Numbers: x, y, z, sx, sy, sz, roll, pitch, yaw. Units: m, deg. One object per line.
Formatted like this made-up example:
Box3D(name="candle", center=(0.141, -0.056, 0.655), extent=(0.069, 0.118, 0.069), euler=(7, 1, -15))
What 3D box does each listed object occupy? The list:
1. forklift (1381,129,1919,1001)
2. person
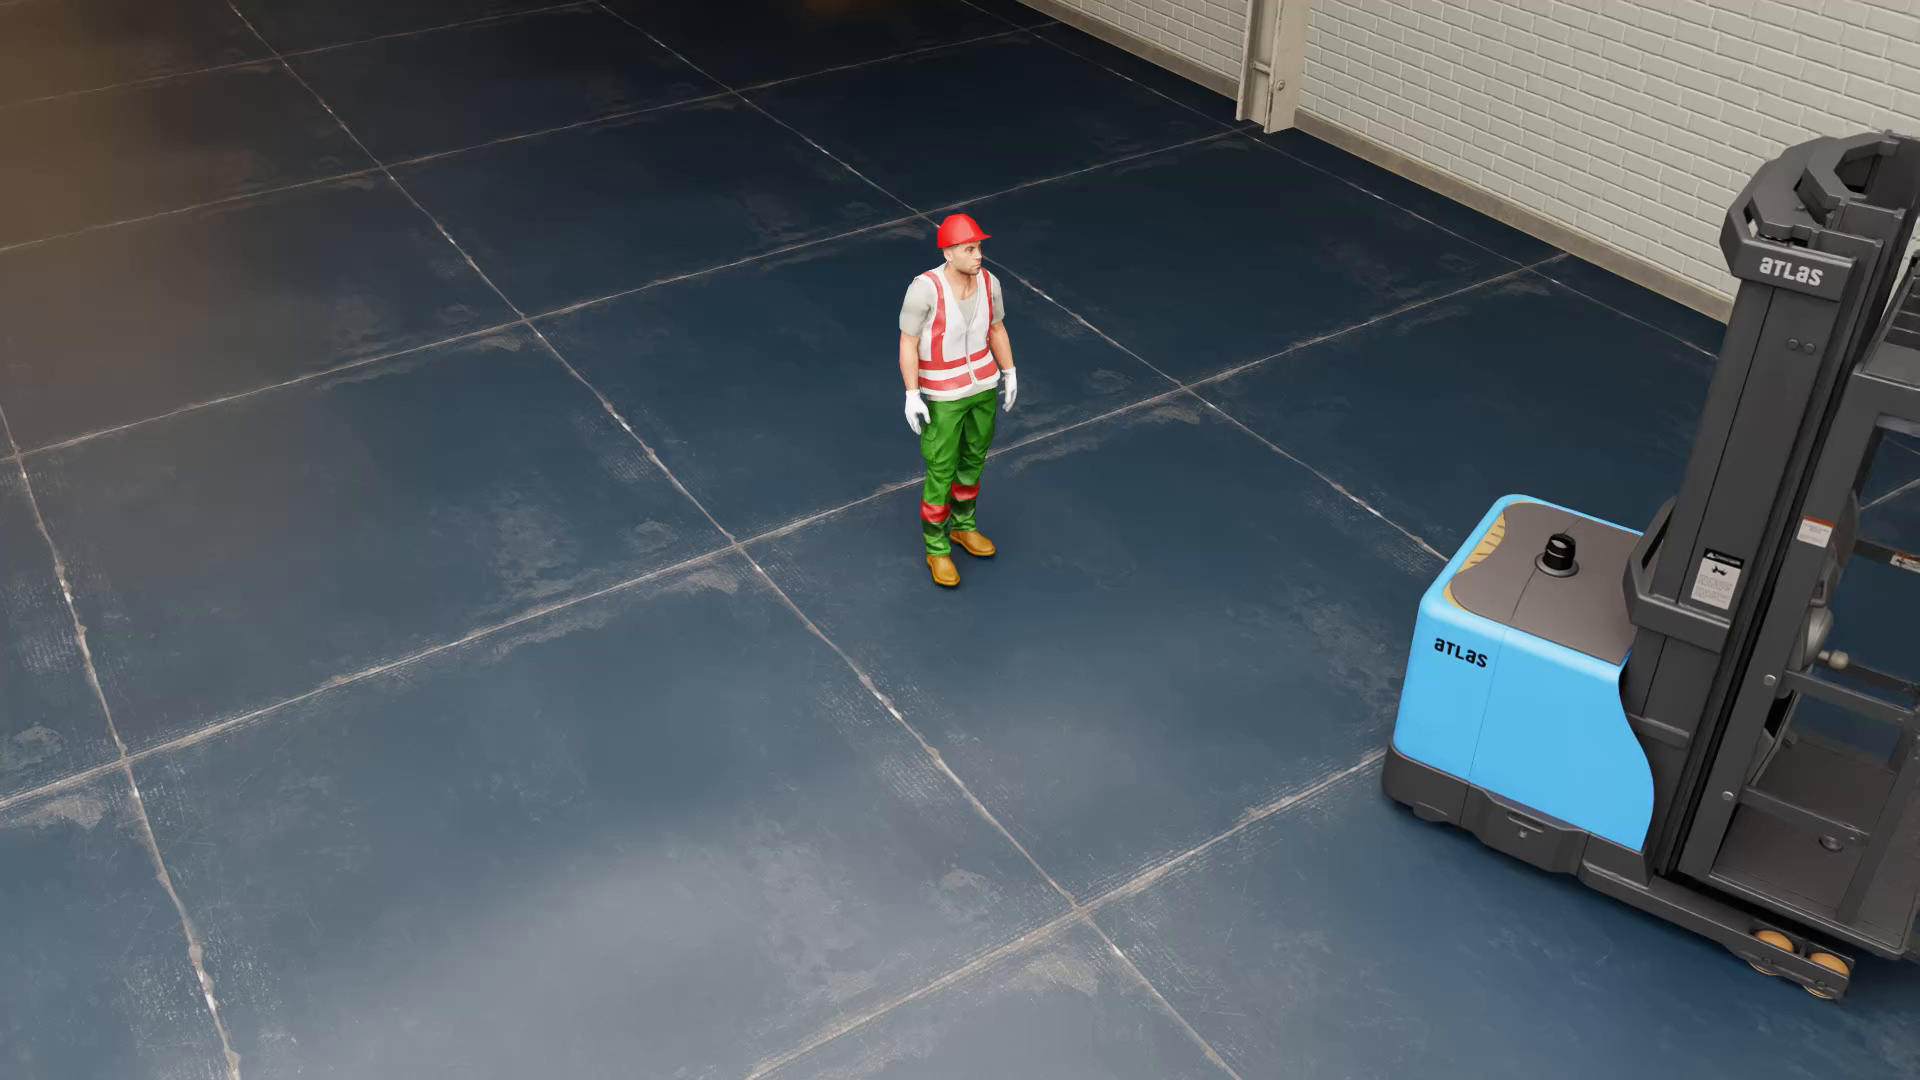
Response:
Box3D(name="forklift", center=(3.297, 0.171, 5.905), extent=(3.031, 2.935, 1.130), euler=(22, 41, 28))
Box3D(name="person", center=(0.034, -0.695, 8.118), extent=(0.637, 1.790, 0.562), euler=(-21, 40, -27))
